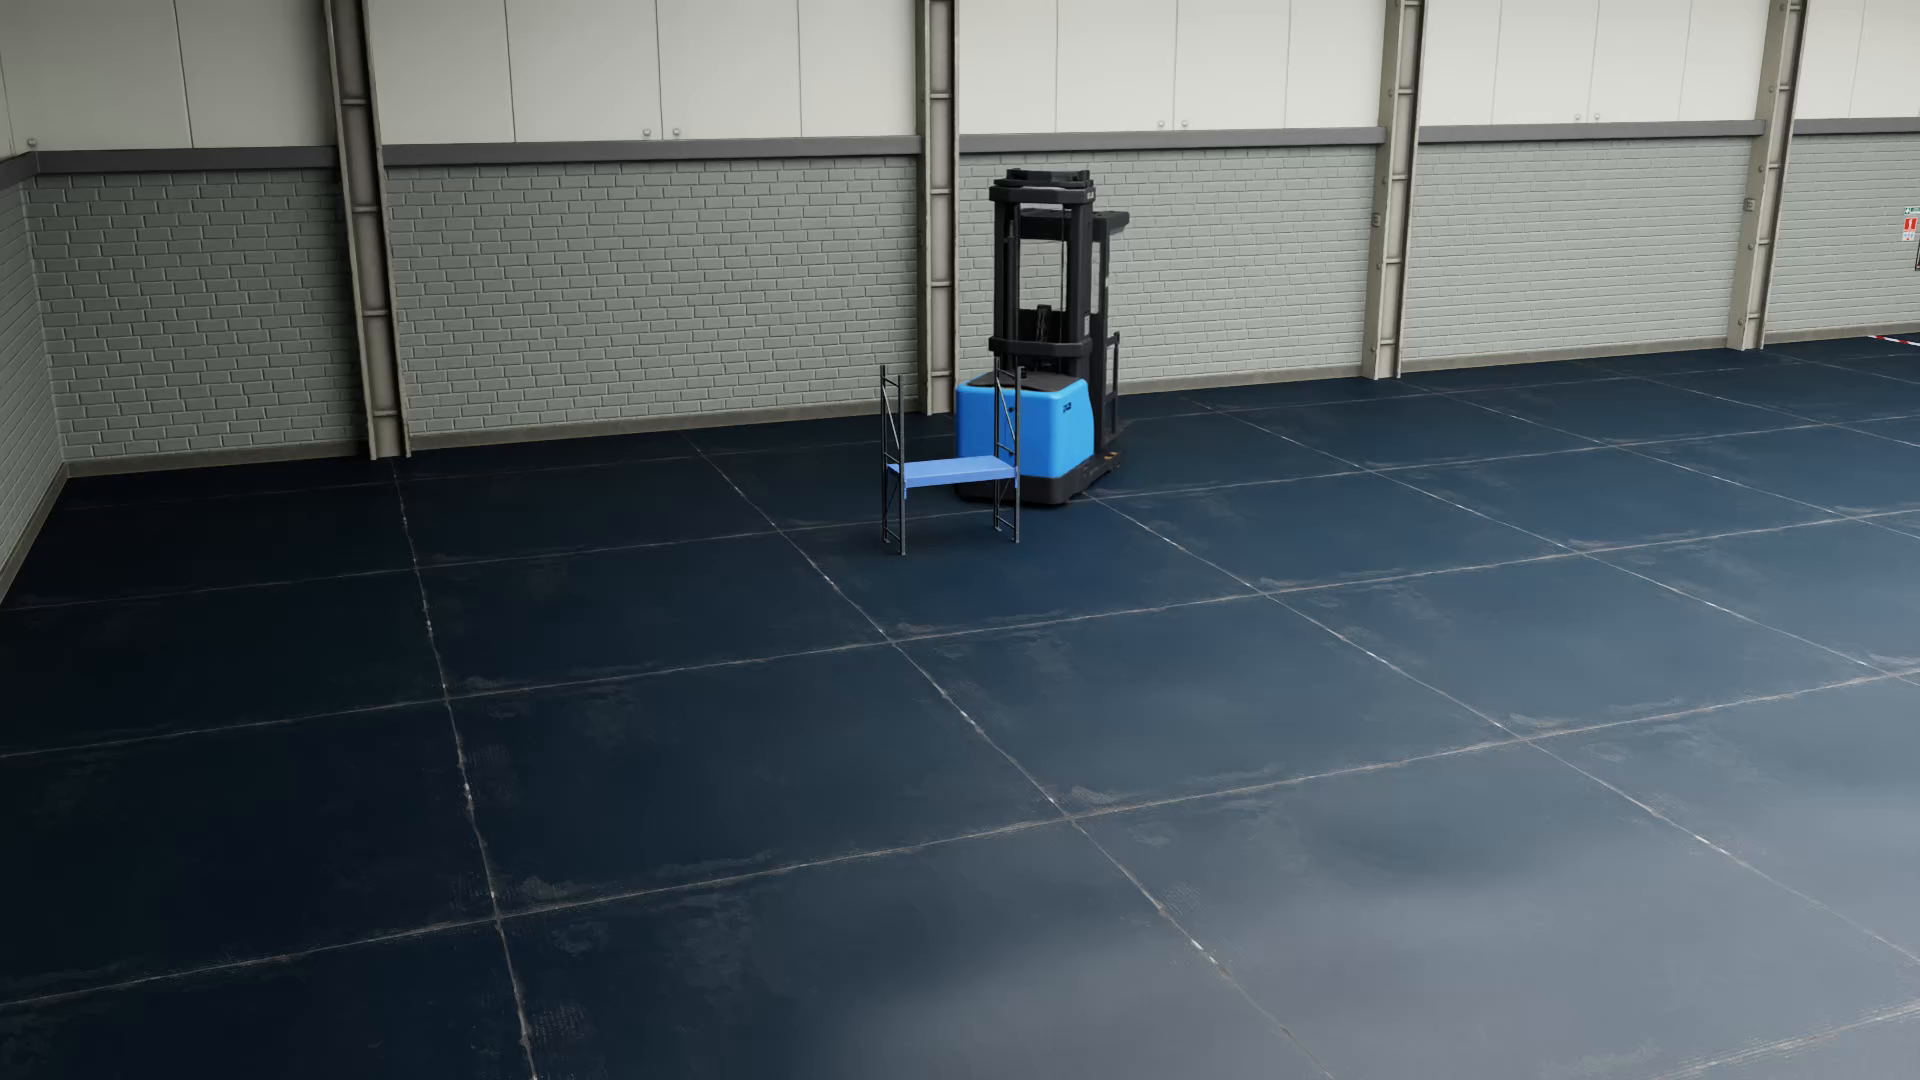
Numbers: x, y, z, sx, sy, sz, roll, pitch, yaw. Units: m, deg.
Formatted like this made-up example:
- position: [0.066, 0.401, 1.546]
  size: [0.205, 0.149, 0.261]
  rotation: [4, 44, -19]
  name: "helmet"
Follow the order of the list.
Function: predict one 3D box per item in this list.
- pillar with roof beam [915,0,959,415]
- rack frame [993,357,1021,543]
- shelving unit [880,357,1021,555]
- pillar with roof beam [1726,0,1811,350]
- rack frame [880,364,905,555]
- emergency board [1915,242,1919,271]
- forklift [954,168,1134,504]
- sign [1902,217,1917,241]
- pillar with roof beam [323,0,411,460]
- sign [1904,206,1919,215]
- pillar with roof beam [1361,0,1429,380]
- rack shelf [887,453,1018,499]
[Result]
- position: [1.294, -4.662, 14.003]
  size: [0.400, 9.000, 9.100]
  rotation: [-6, 17, -20]
  name: "pillar with roof beam"
- position: [0.395, -0.762, 14.032]
  size: [0.032, 1.500, 0.500]
  rotation: [-6, 17, -20]
  name: "rack frame"
- position: [-0.080, -0.711, 13.858]
  size: [1.048, 1.500, 0.538]
  rotation: [-6, 17, -20]
  name: "shelving unit"
- position: [12.500, -5.872, 18.123]
  size: [0.400, 9.000, 9.100]
  rotation: [-6, 17, -20]
  name: "pillar with roof beam"
- position: [-0.554, -0.660, 13.683]
  size: [0.032, 1.500, 0.500]
  rotation: [-6, 17, -20]
  name: "rack frame"
- position: [14.226, -4.496, 24.085]
  size: [0.626, 1.169, 0.157]
  rotation: [-6, 17, -20]
  name: "emergency board"
- position: [0.964, -2.101, 16.051]
  size: [1.130, 2.935, 3.031]
  rotation: [6, 18, 21]
  name: "forklift"
- position: [13.687, -4.481, 23.969]
  size: [0.234, 0.329, 0.001]
  rotation: [-6, 17, -20]
  name: "sign"
- position: [-4.309, -4.057, 11.944]
  size: [0.400, 9.000, 9.100]
  rotation: [-6, 17, -20]
  name: "pillar with roof beam"
- position: [13.695, -4.733, 23.888]
  size: [0.331, 0.109, 0.001]
  rotation: [-6, 17, -20]
  name: "sign"
- position: [6.897, -5.267, 16.063]
  size: [0.400, 9.000, 9.100]
  rotation: [-6, 17, -20]
  name: "pillar with roof beam"
- position: [-0.080, -0.538, 13.908]
  size: [1.000, 0.185, 0.538]
  rotation: [-6, 17, -20]
  name: "rack shelf"
